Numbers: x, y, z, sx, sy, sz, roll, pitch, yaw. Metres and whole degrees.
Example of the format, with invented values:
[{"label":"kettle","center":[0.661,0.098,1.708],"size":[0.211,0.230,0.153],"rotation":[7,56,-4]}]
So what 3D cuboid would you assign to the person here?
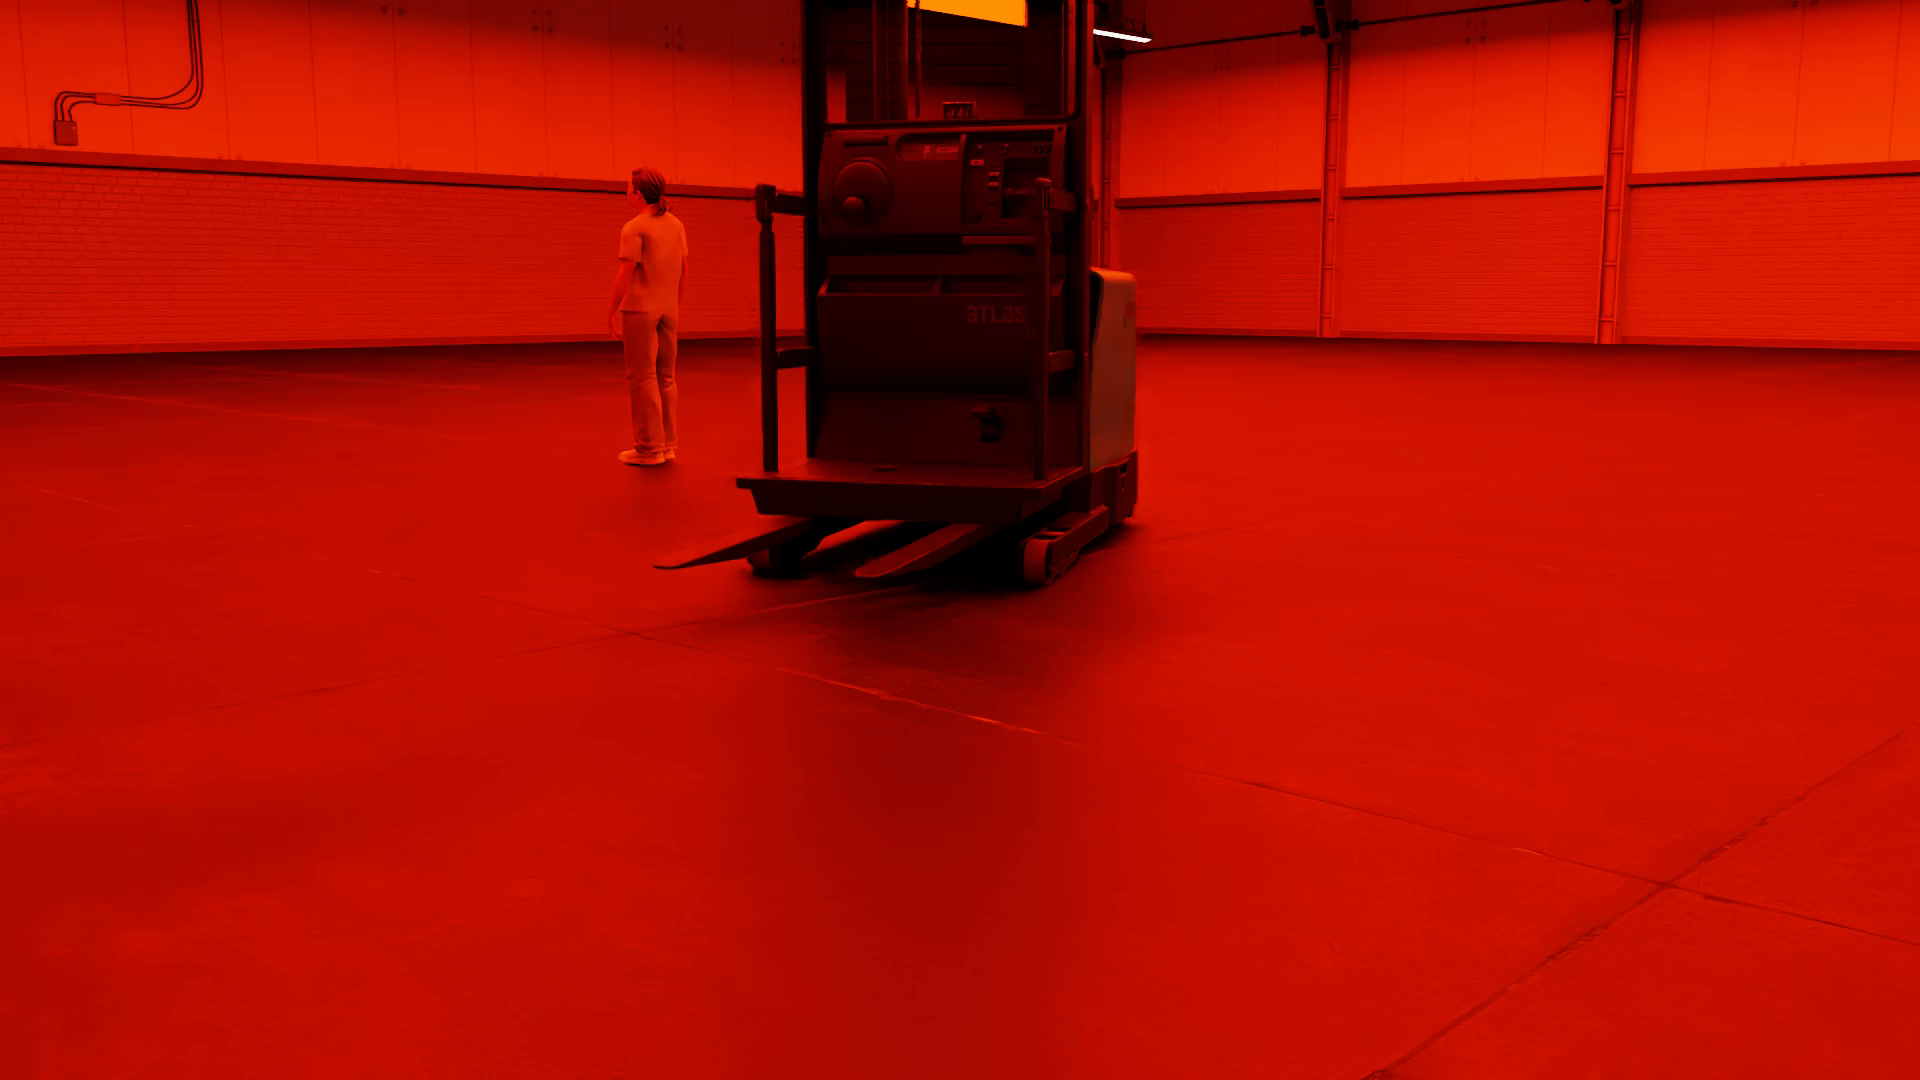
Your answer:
[{"label":"person","center":[-1.812,-1.271,9.482],"size":[0.548,1.673,0.549],"rotation":[6,11,37]}]

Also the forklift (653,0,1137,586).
[{"label":"forklift","center":[-0.127,-1.356,5.881],"size":[1.130,2.935,3.031],"rotation":[2,9,16]}]
